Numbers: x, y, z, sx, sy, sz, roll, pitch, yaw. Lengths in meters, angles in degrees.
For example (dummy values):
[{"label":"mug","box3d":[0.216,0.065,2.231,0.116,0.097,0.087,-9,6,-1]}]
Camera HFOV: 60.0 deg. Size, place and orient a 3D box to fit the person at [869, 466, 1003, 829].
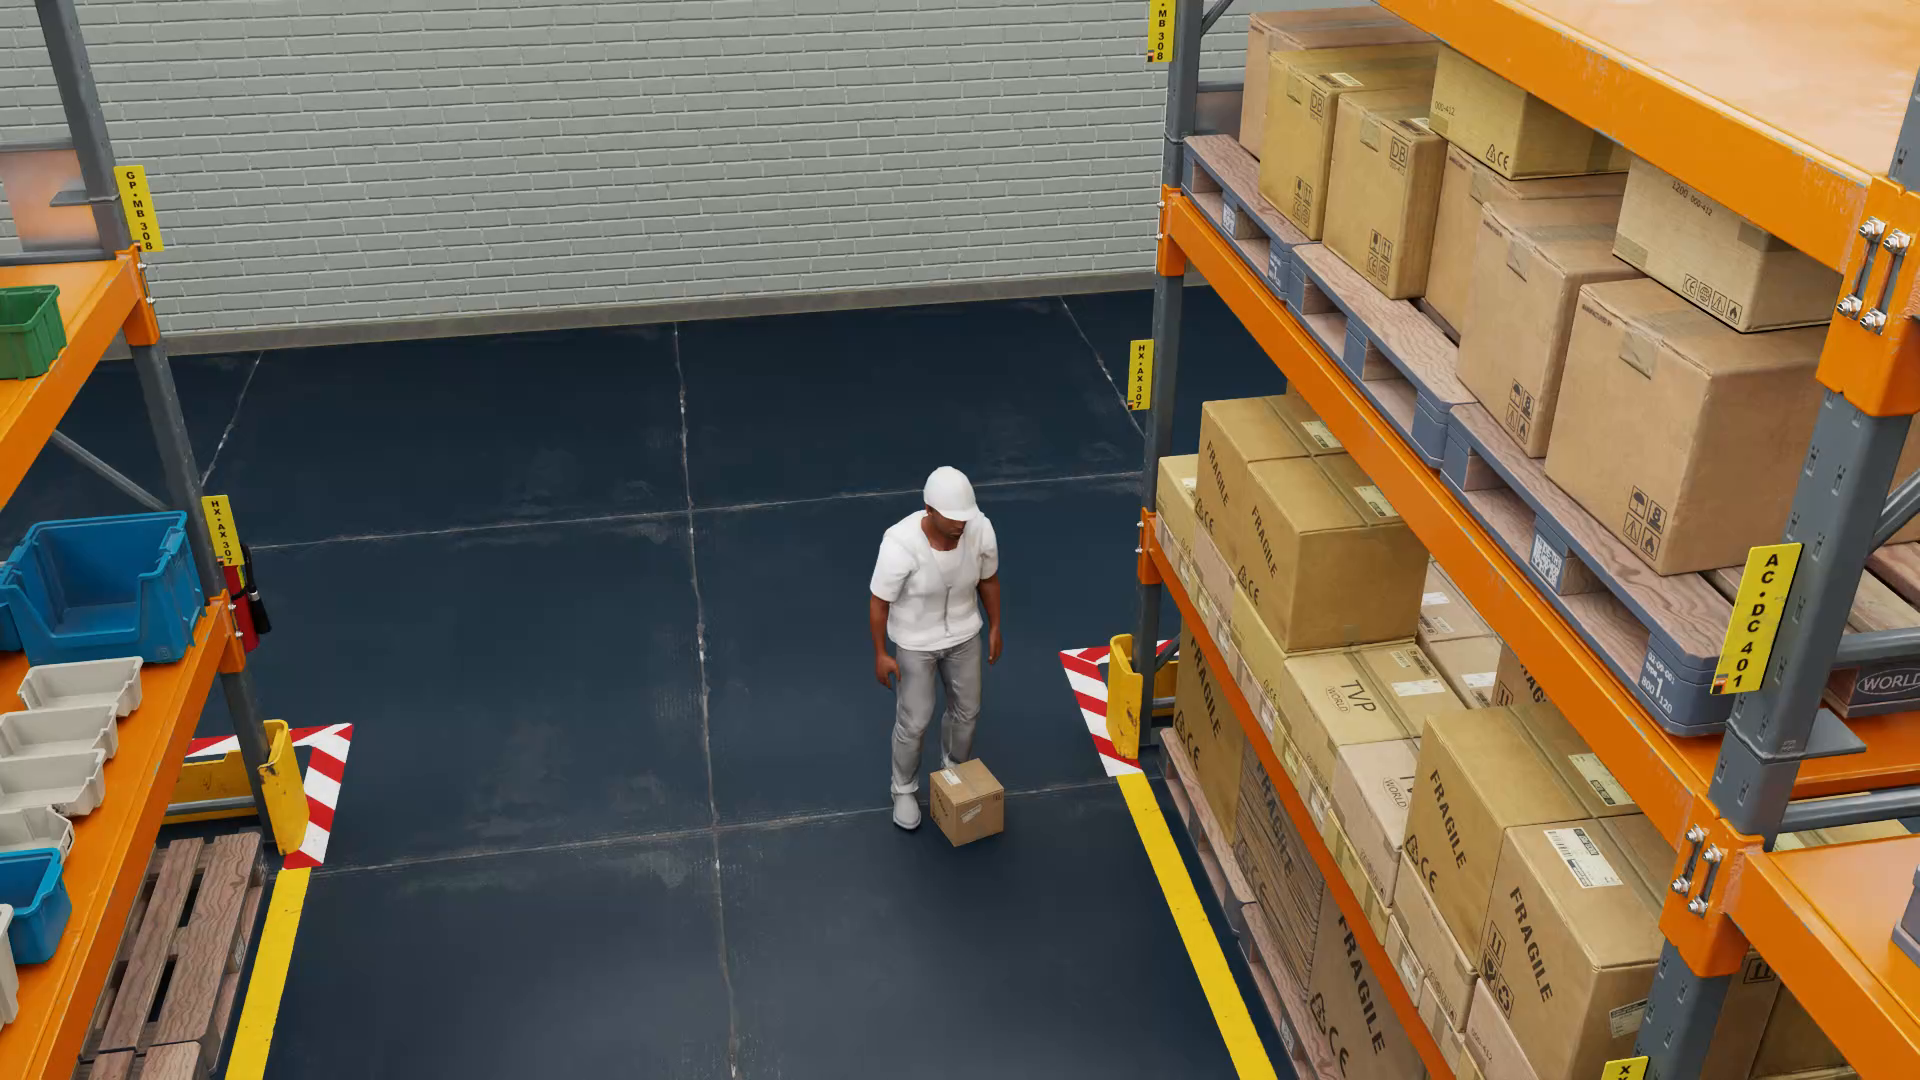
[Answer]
[{"label":"person","box3d":[-0.092,0.447,7.361,0.626,1.760,0.461,-13,33,-22]}]
